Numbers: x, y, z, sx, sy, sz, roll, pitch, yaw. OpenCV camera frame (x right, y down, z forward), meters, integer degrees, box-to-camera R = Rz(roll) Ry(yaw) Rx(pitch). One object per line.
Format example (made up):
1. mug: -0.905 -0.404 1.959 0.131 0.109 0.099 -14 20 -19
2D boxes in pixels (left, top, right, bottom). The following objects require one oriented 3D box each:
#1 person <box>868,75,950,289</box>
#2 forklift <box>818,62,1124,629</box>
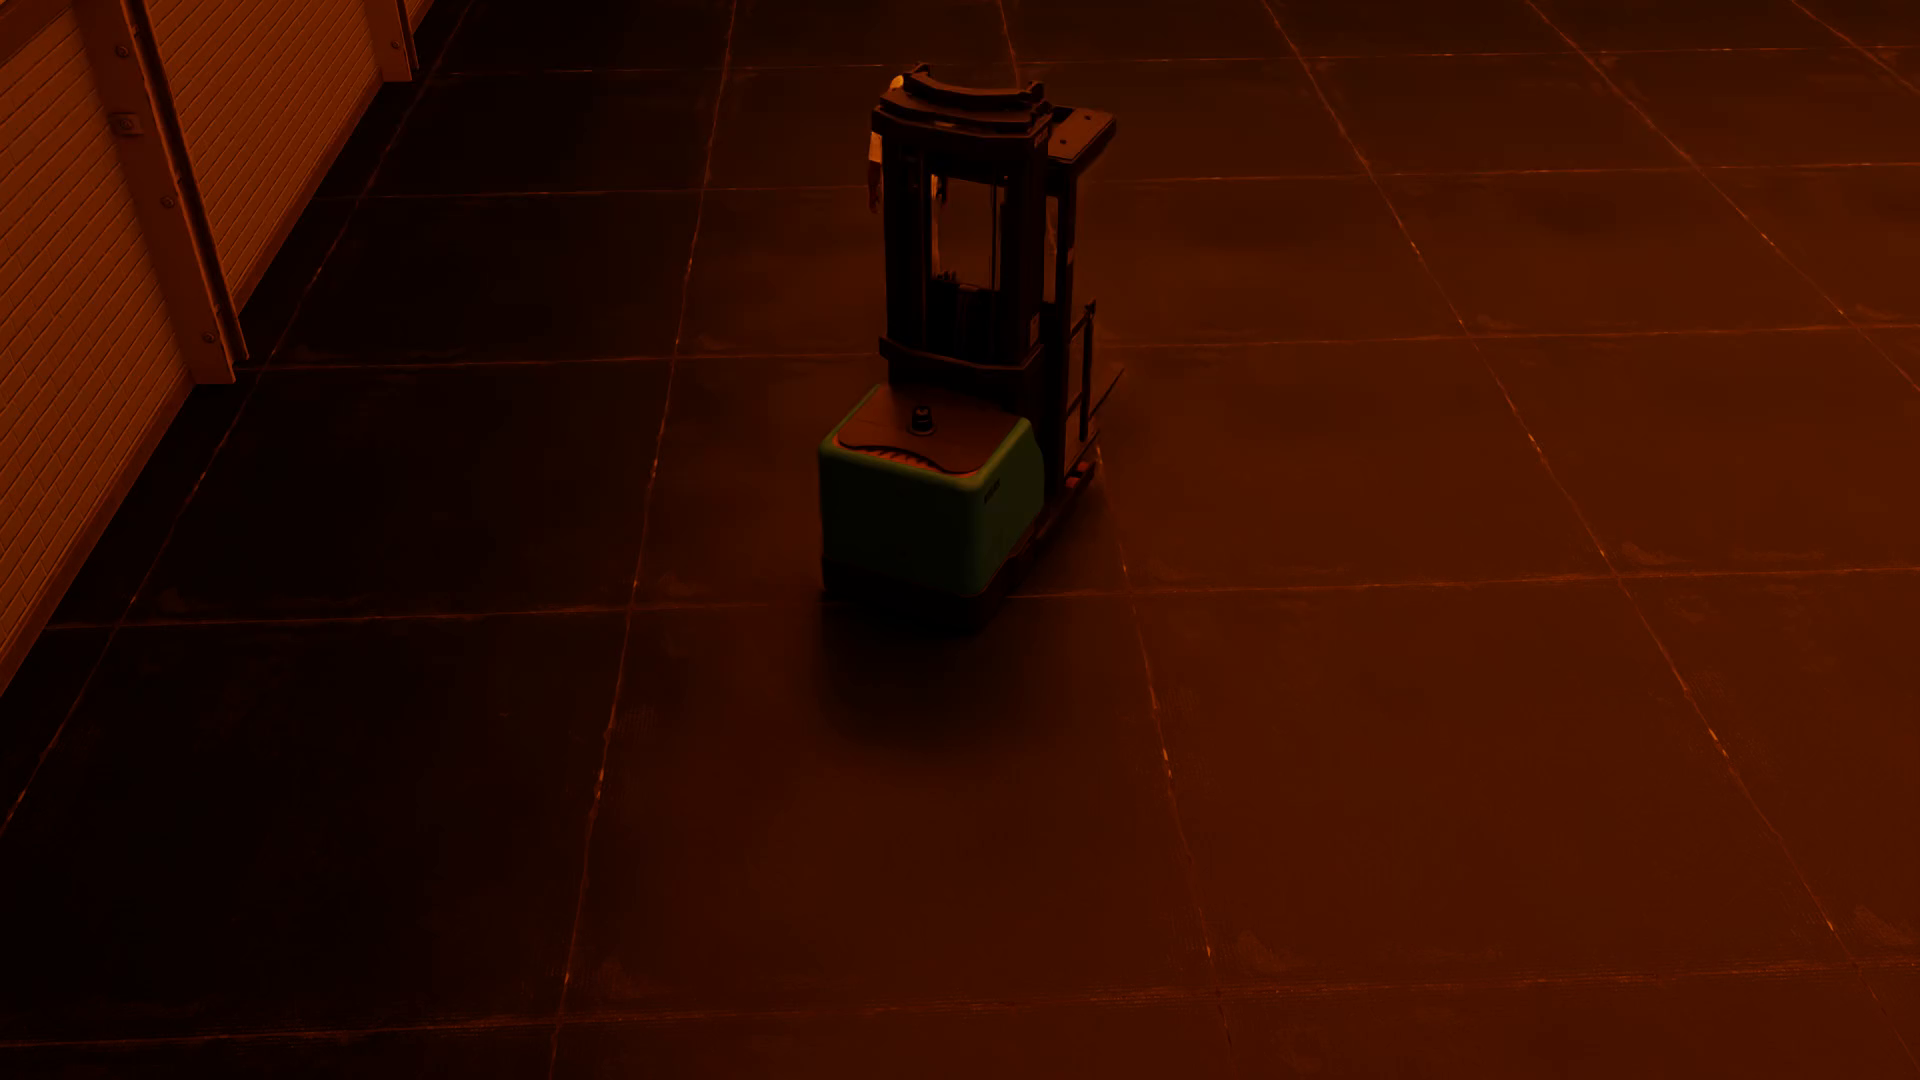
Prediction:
1. person: -0.389 -2.657 12.657 0.627 1.759 0.462 -5 36 -6
2. forklift: 0.240 -1.527 10.107 1.130 2.935 3.031 15 39 19
